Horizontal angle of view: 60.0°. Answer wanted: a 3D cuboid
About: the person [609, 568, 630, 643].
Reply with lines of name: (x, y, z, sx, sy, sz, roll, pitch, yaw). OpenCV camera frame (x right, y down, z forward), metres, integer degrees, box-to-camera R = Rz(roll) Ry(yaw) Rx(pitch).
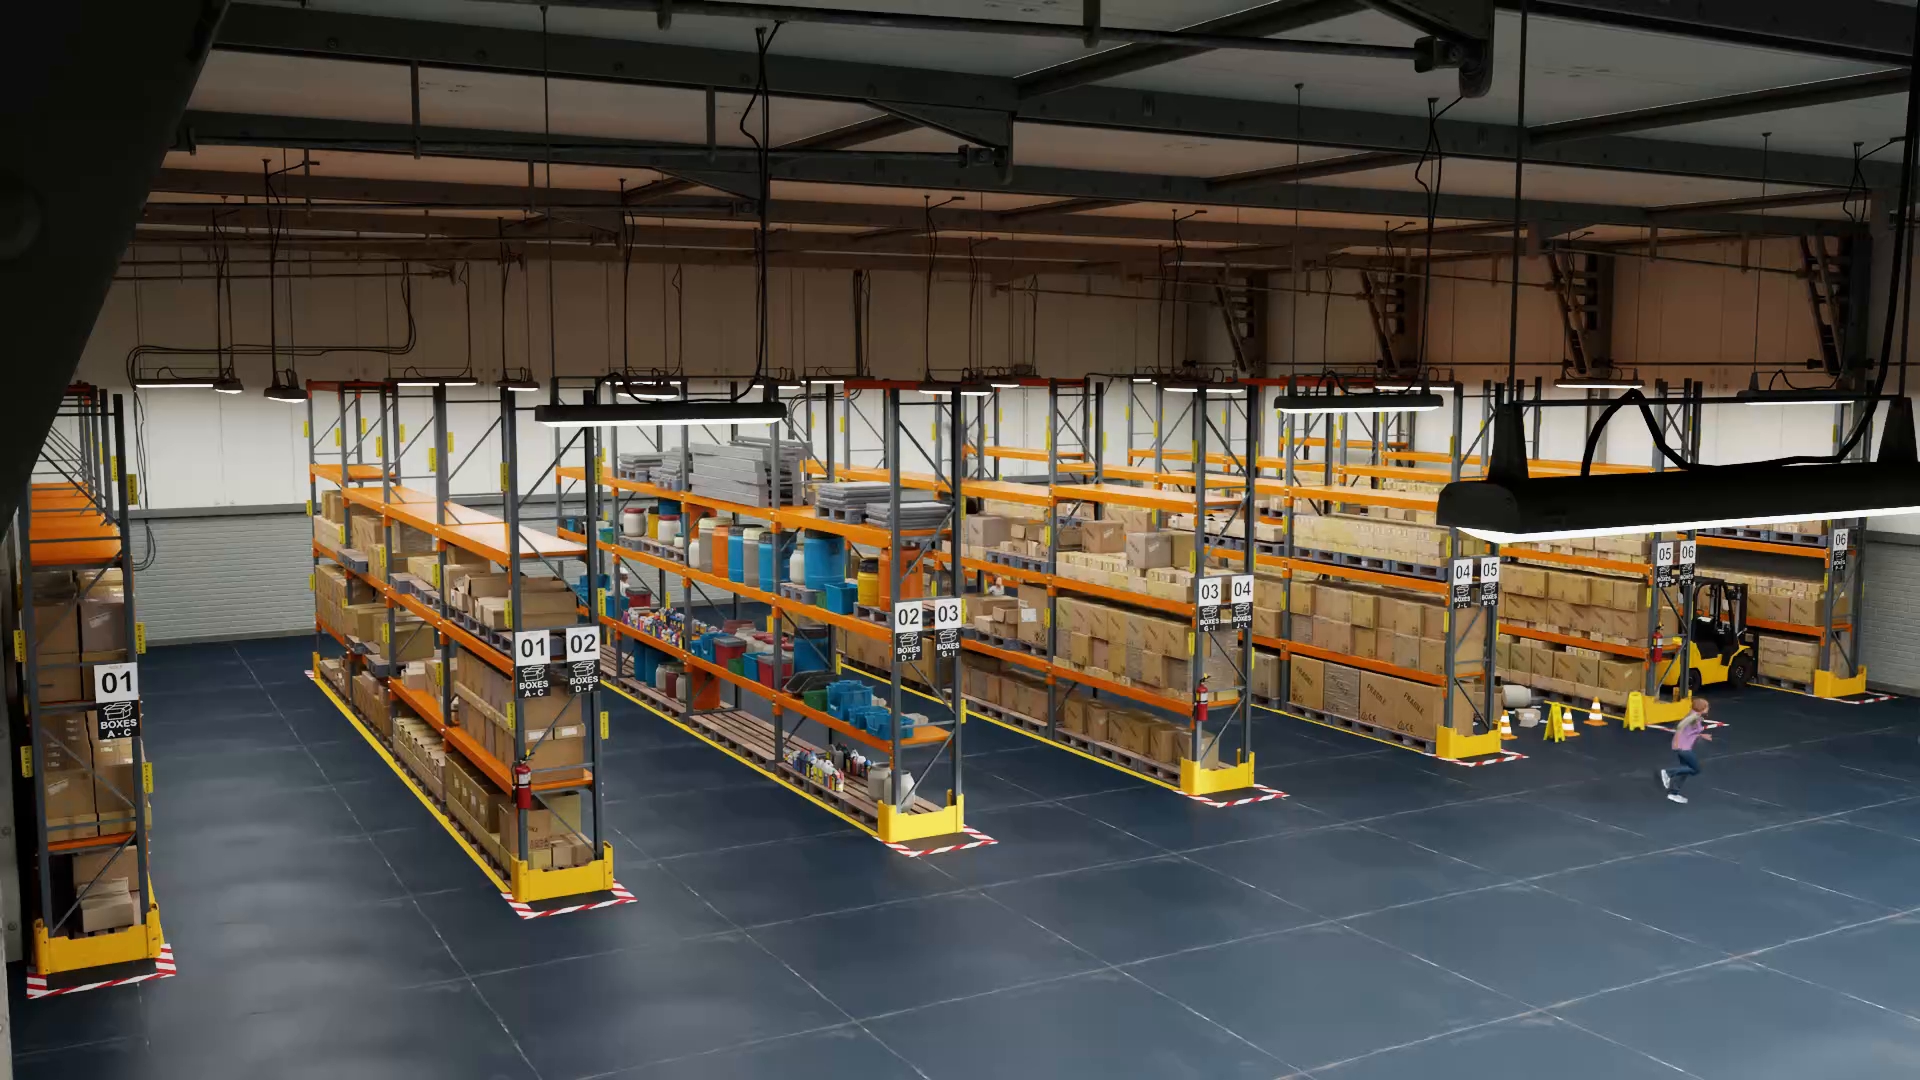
person: (-7.537, 1.489, 37.291, 1.000, 1.761, 0.708, 0, 6, 2)

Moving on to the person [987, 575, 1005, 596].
person: (0.790, 1.586, 36.945, 0.587, 1.662, 0.959, -4, 7, -33)

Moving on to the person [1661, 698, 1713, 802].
person: (10.513, 3.042, 24.049, 0.666, 1.515, 0.527, 2, 6, 16)
